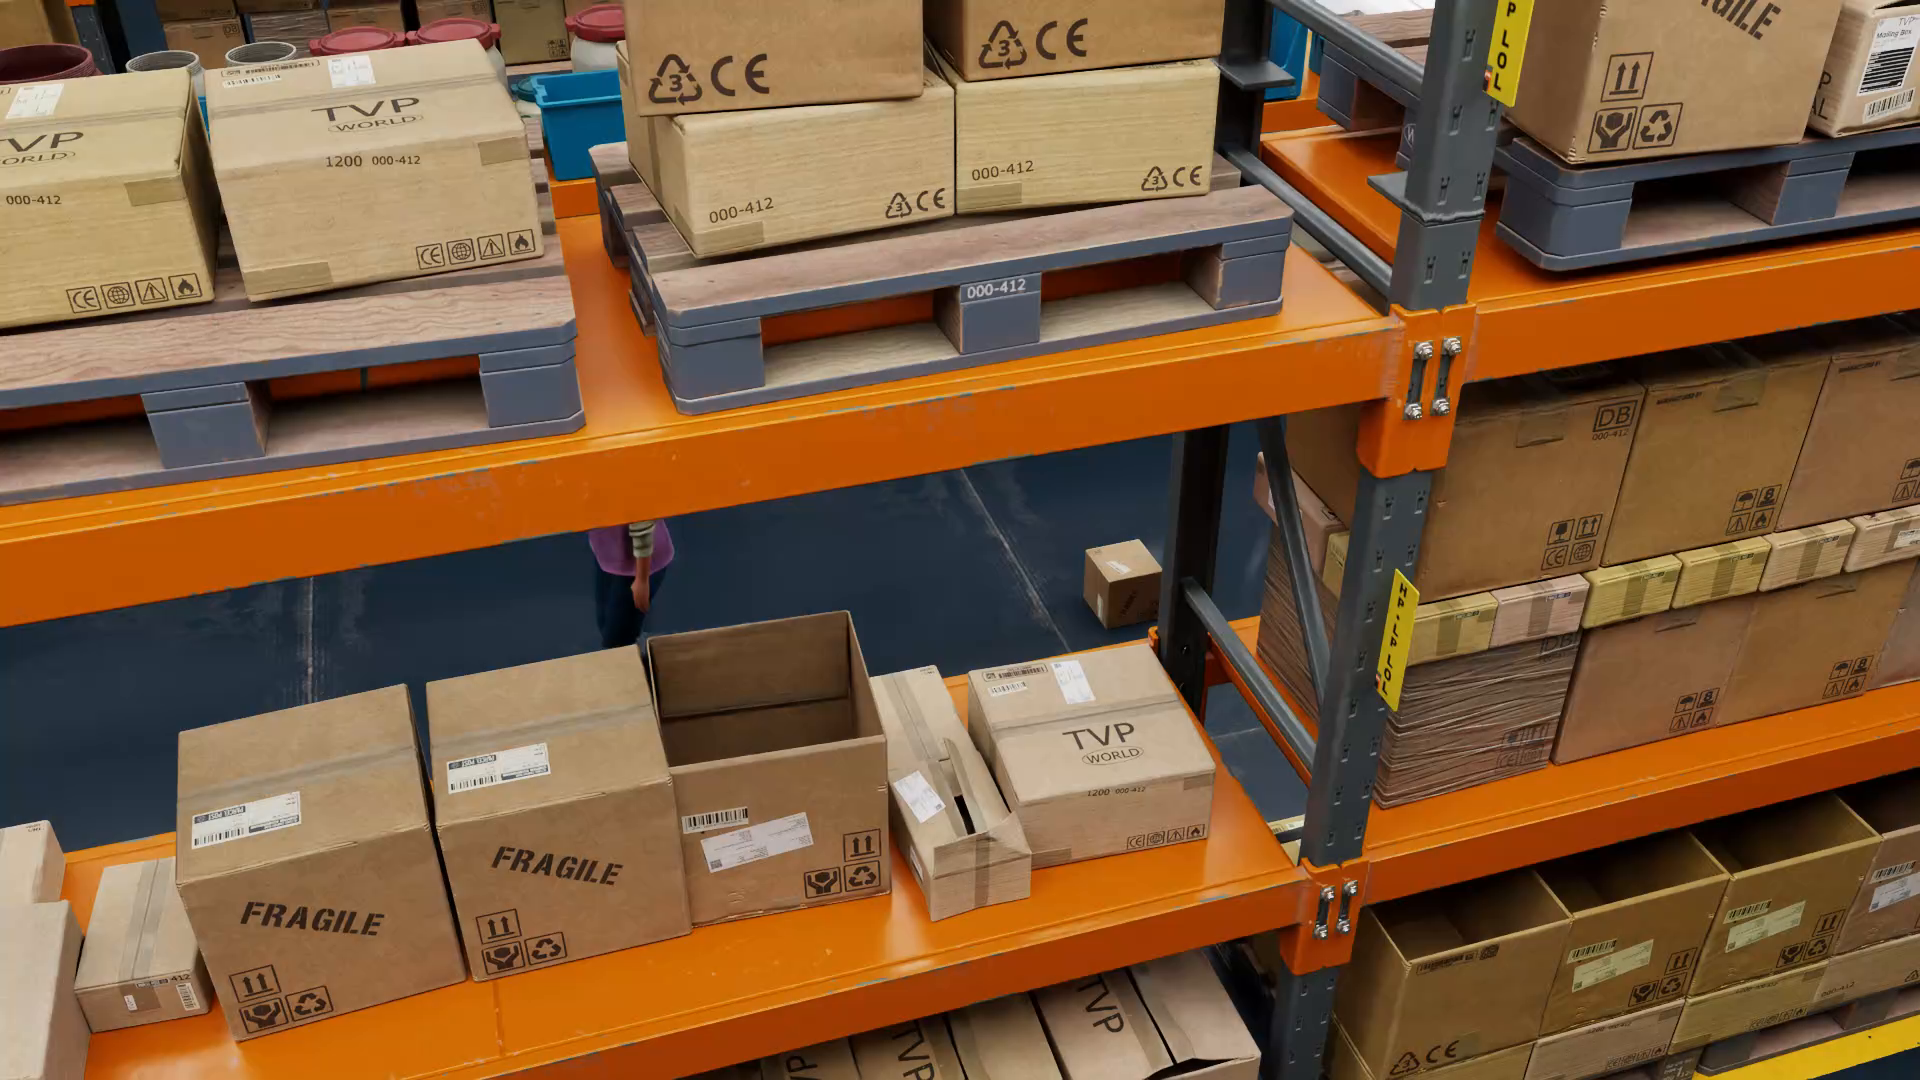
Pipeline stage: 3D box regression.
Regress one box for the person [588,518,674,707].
[{"bbox_3d":[-1.157,0.044,6.043,0.546,1.588,0.425,-15,37,-21],"label":"person"}]
